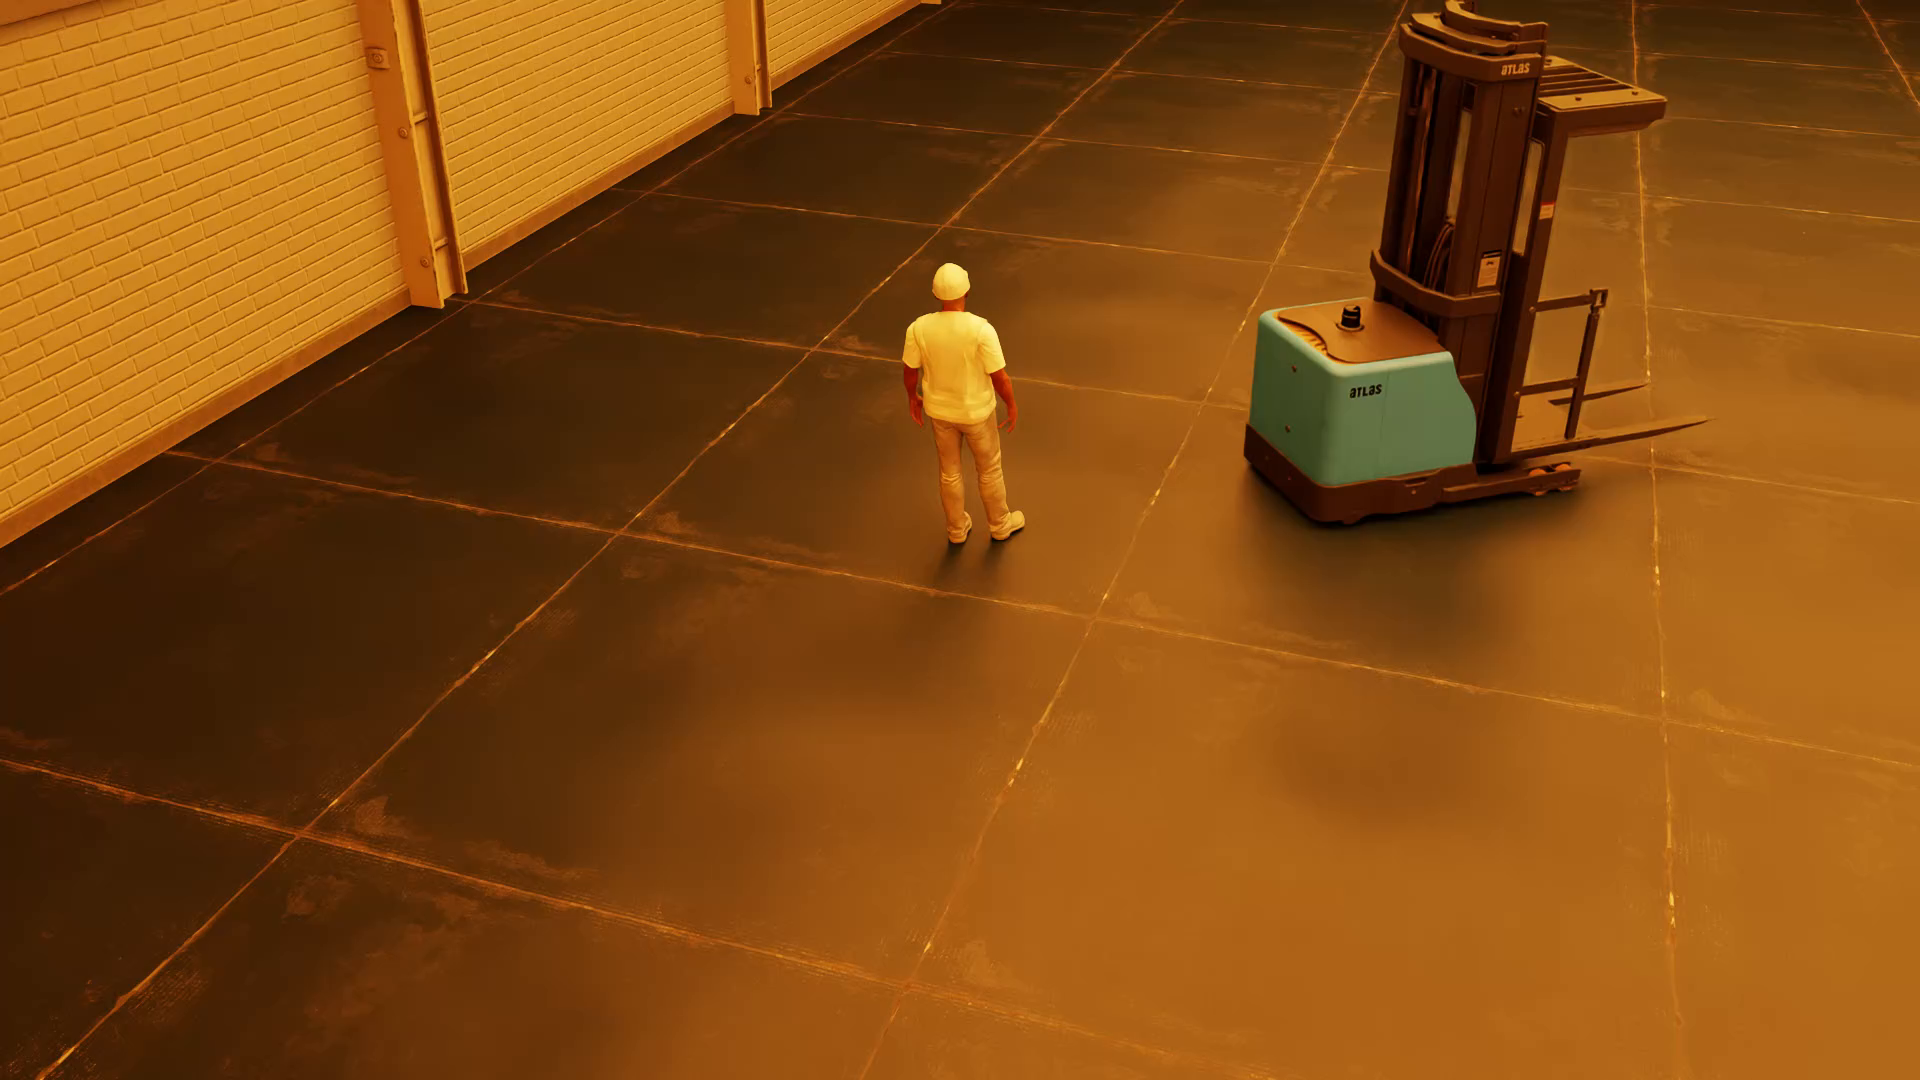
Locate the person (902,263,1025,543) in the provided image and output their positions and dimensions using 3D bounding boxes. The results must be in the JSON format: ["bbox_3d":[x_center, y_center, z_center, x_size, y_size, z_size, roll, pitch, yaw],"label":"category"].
[{"bbox_3d":[0.027,-0.805,9.712,0.666,1.768,0.575,10,31,16],"label":"person"}]

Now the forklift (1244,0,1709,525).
[{"bbox_3d":[3.438,-1.795,10.285,3.031,2.935,1.130,-10,31,-16],"label":"forklift"}]
